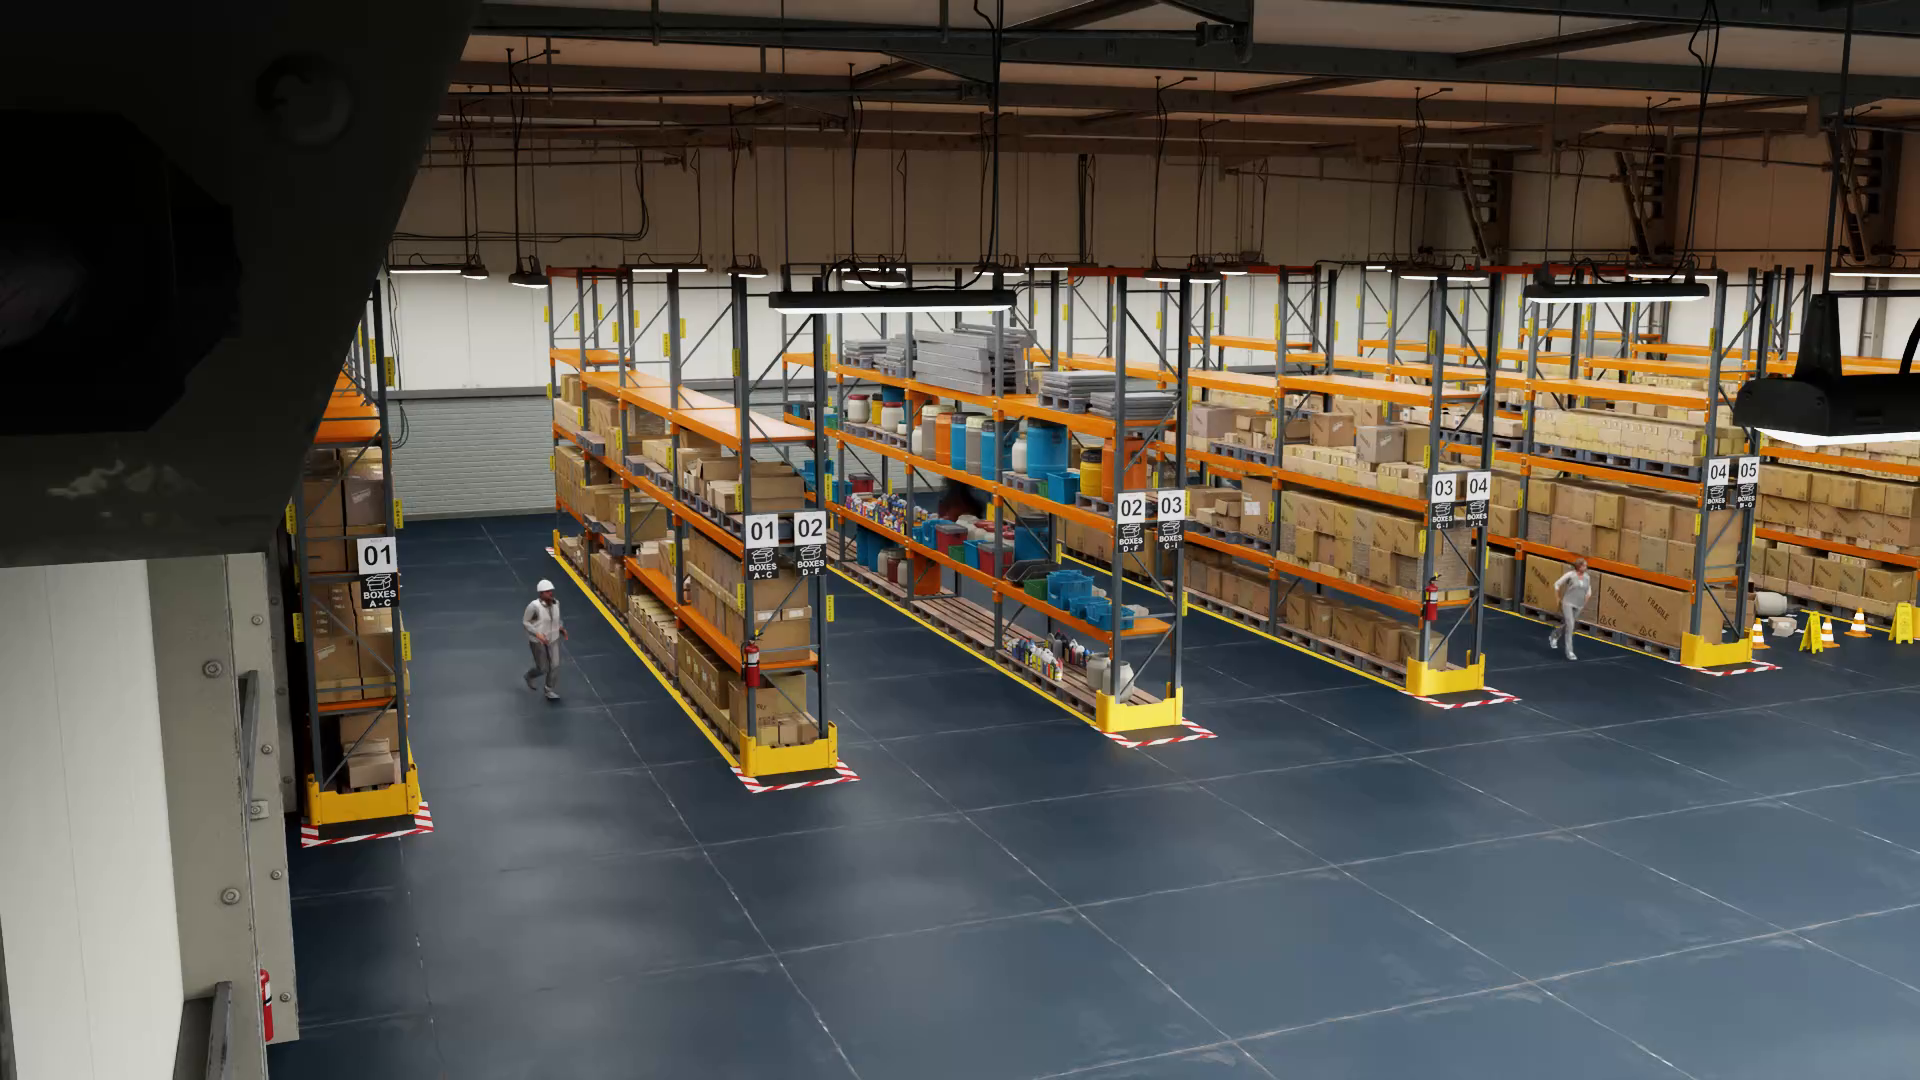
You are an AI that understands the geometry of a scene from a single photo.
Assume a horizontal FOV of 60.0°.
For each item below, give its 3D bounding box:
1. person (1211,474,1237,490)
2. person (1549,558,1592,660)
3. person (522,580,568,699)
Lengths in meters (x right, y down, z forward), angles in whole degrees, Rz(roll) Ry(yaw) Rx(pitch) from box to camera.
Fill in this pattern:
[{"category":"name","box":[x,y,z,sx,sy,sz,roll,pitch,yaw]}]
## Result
[{"category":"person","box":[6.642,-1.812,42.246,0.815,1.635,0.614,-5,11,-29]},{"category":"person","box":[9.599,1.037,26.039,0.583,1.519,0.940,-2,10,-12]},{"category":"person","box":[-5.984,1.395,23.731,0.661,1.726,0.730,-9,14,-43]}]
